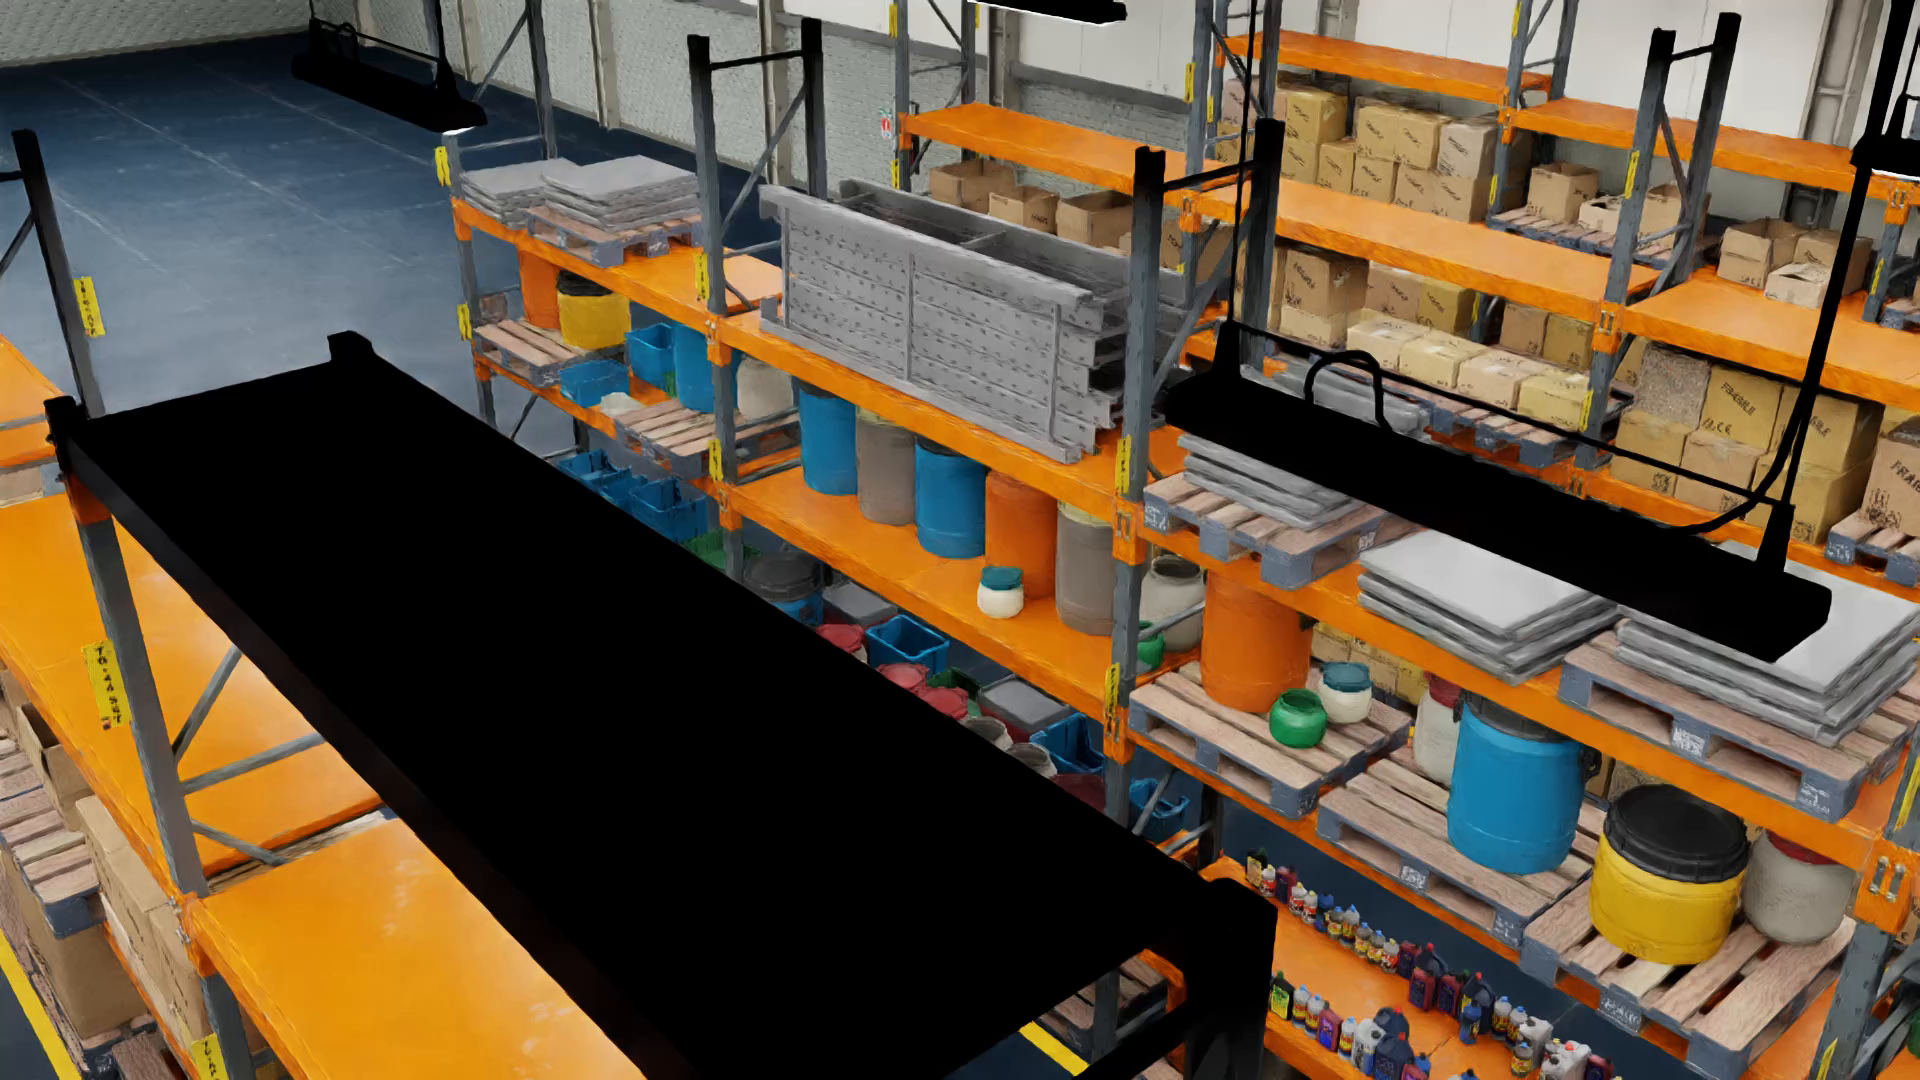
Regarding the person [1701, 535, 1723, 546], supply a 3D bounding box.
[{"bbox_3d":[6.388,0.631,14.353,0.580,1.763,0.673,-4,27,-8],"label":"person"}]
